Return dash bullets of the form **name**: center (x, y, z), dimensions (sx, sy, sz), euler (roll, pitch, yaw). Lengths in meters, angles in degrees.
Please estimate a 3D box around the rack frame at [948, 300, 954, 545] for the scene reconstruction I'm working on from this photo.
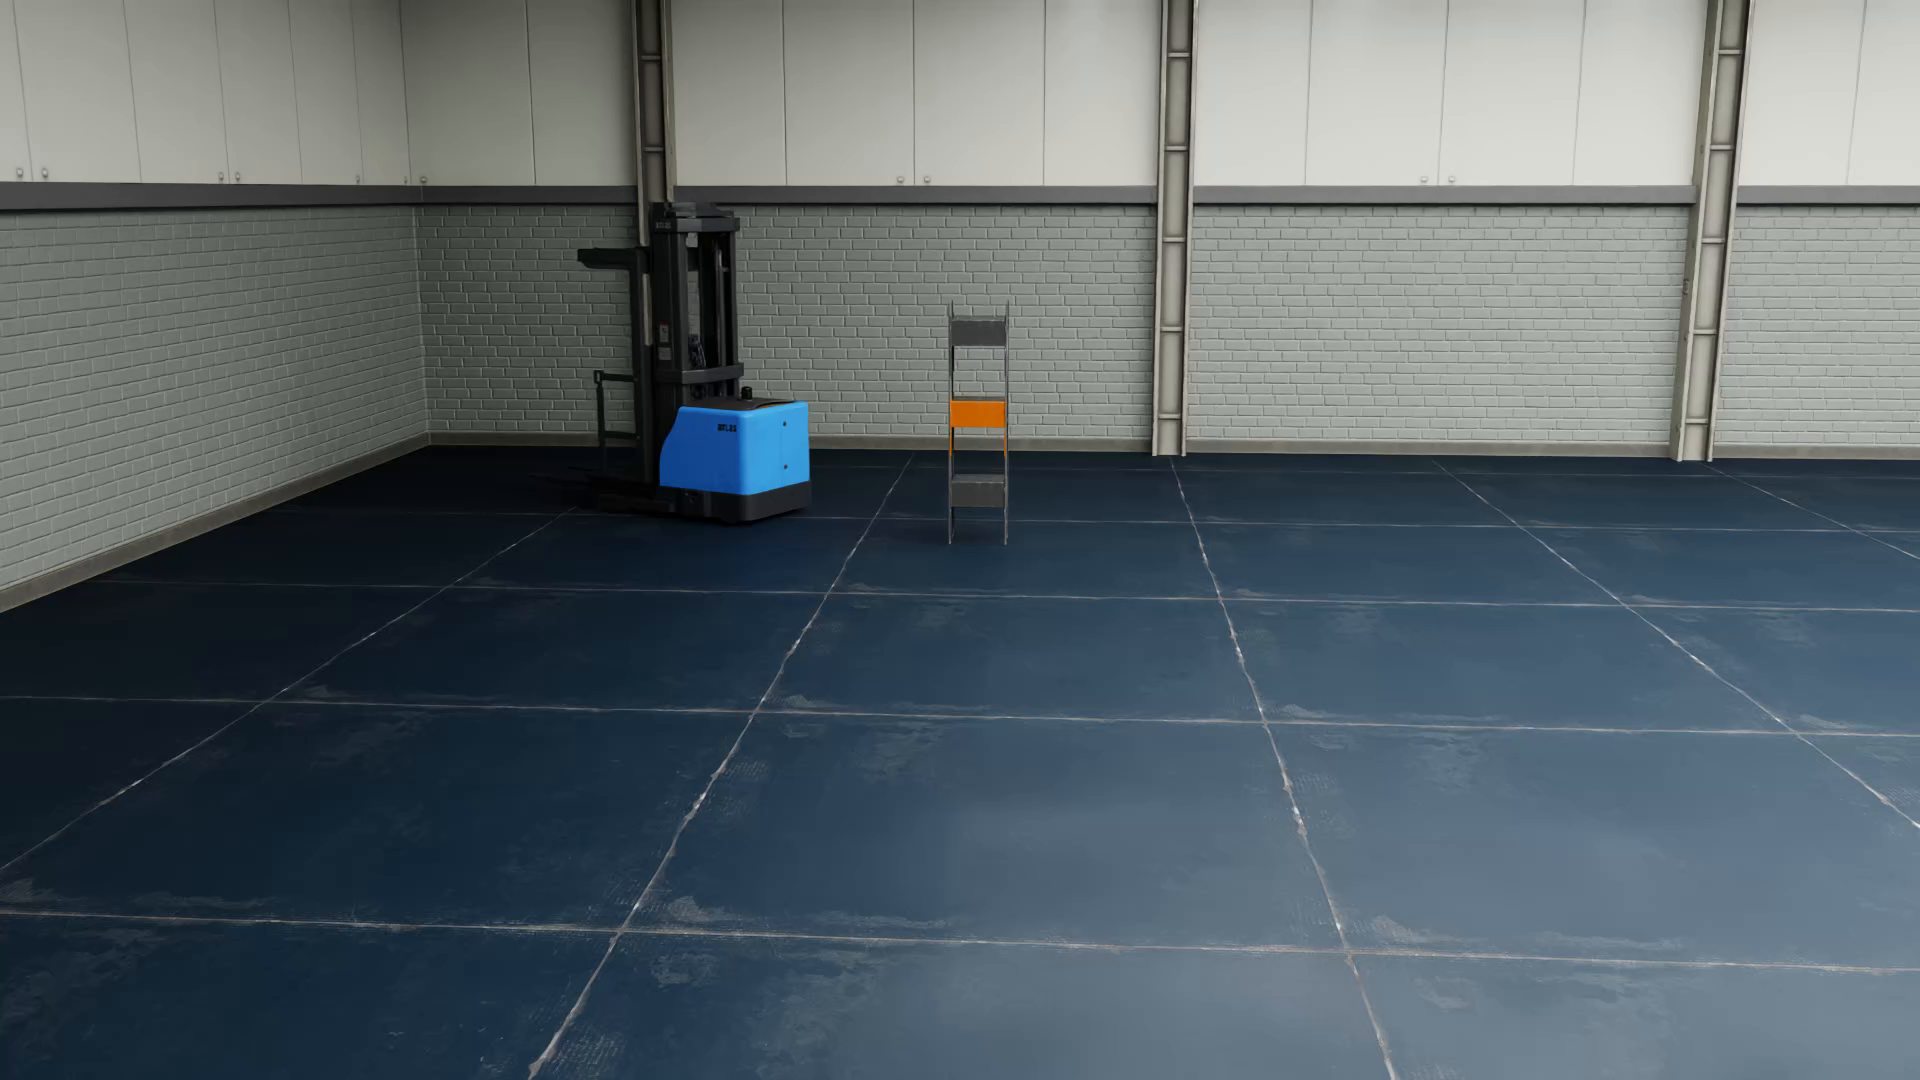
- **rack frame**: center (-0.078, -1.029, 14.558), dimensions (0.015, 2.100, 0.400), euler (1, 12, 4)

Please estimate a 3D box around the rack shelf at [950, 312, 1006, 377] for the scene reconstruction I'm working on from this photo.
- **rack shelf**: center (0.165, -1.697, 14.402), dimensions (0.480, 0.518, 0.431), euler (1, 12, 4)

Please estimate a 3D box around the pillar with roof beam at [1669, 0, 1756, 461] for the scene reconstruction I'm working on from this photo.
- **pillar with roof beam**: center (8.157, -4.460, 14.111), dimensions (0.400, 9.000, 9.100), euler (1, 12, 4)

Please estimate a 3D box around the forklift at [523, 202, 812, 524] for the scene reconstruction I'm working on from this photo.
- **forklift**: center (-2.963, -1.782, 16.127), dimensions (3.031, 2.935, 1.130), euler (7, 14, 30)

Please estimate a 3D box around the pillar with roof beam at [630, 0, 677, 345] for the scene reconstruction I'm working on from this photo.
- **pillar with roof beam**: center (-3.816, -4.624, 14.896), dimensions (0.400, 9.000, 9.100), euler (1, 12, 4)

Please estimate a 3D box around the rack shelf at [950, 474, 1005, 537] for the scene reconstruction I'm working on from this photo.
- **rack shelf**: center (0.165, -0.327, 14.688), dimensions (0.480, 0.518, 0.431), euler (1, 12, 4)

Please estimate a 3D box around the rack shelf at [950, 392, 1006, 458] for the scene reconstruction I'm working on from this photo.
- **rack shelf**: center (0.165, -1.012, 14.545), dimensions (0.480, 0.518, 0.431), euler (1, 12, 4)

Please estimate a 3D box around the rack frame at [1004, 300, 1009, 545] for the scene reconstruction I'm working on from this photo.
- **rack frame**: center (0.409, -1.022, 14.526), dimensions (0.015, 2.100, 0.400), euler (1, 12, 4)

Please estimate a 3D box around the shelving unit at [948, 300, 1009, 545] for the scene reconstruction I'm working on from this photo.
- **shelving unit**: center (0.165, -1.025, 14.542), dimensions (0.503, 2.100, 0.431), euler (1, 12, 4)

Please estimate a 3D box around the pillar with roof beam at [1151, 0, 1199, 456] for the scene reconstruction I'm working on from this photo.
- **pillar with roof beam**: center (2.170, -4.542, 14.504), dimensions (0.400, 9.000, 9.100), euler (1, 12, 4)
